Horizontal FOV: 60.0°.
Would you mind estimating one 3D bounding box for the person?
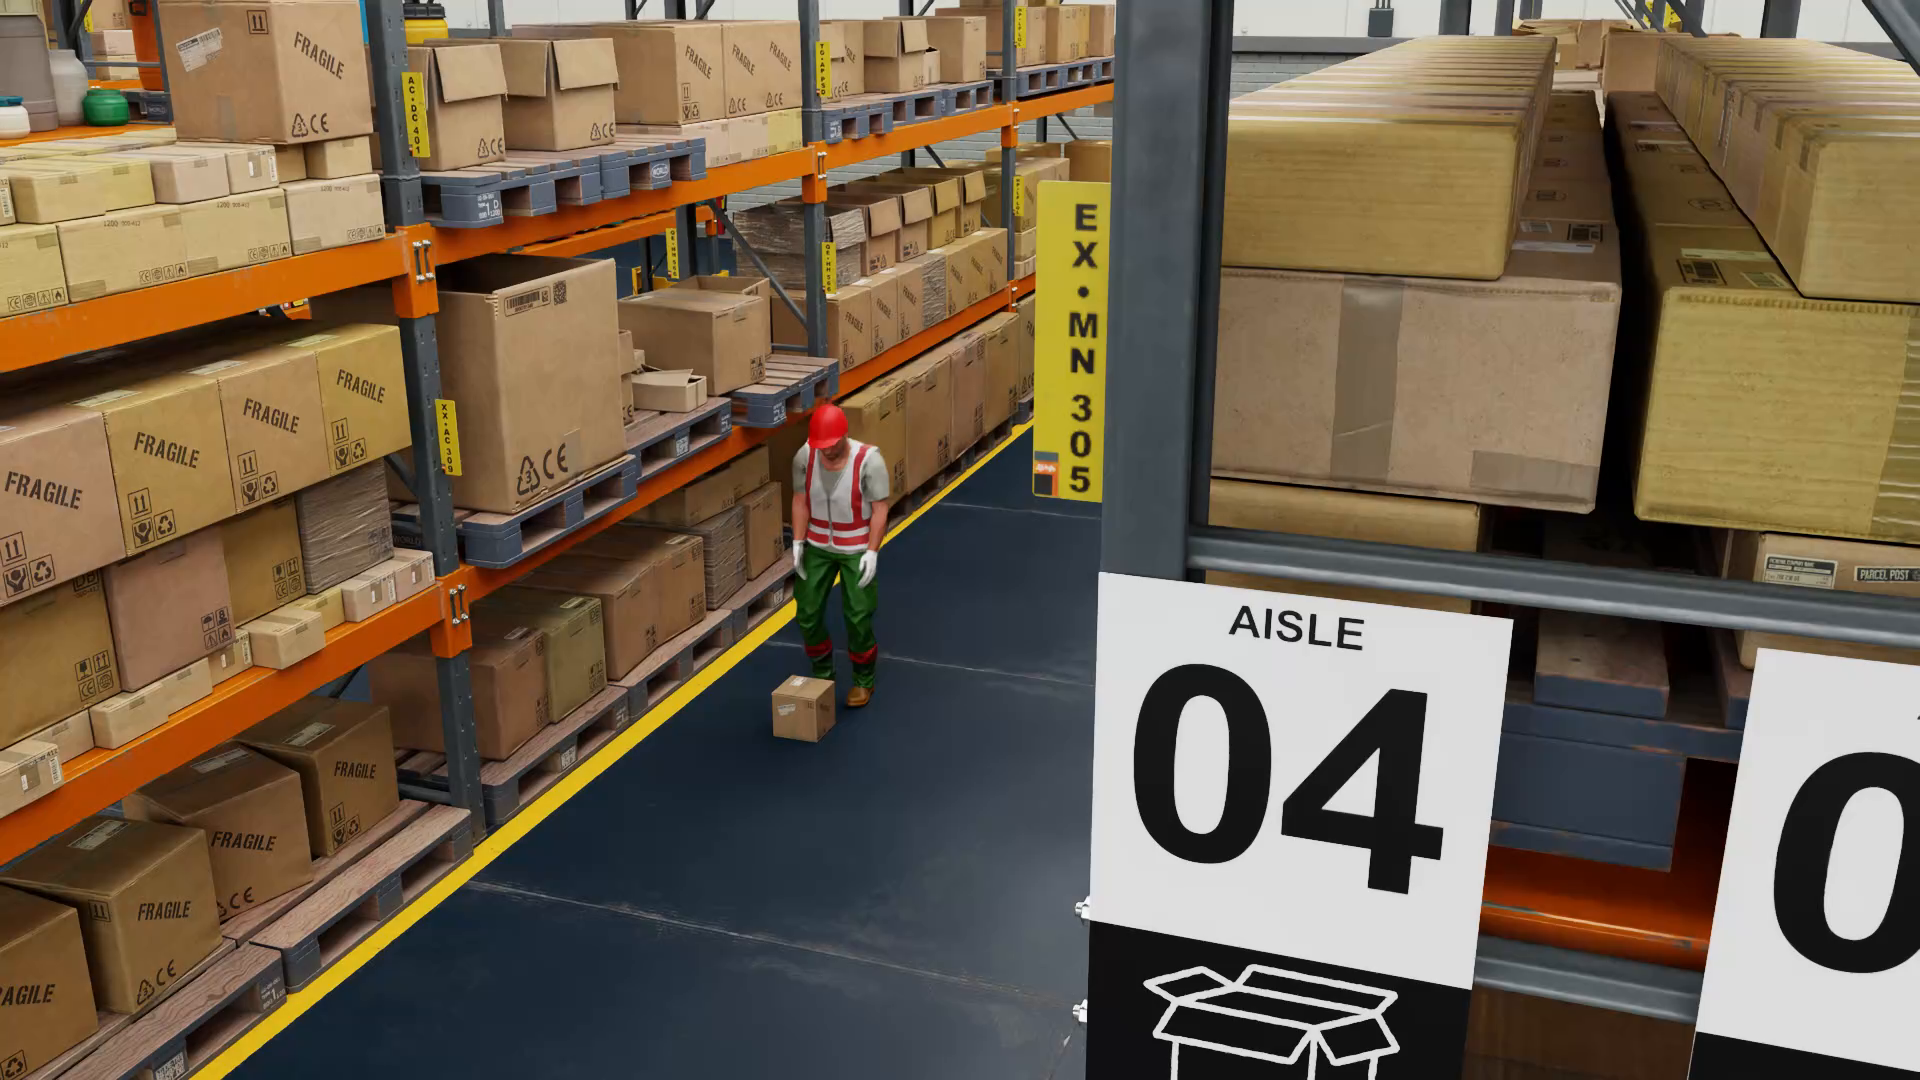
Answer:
[{"bbox_3d":[-0.647,0.123,8.948,0.572,1.604,0.625,7,20,19],"label":"person"}]
